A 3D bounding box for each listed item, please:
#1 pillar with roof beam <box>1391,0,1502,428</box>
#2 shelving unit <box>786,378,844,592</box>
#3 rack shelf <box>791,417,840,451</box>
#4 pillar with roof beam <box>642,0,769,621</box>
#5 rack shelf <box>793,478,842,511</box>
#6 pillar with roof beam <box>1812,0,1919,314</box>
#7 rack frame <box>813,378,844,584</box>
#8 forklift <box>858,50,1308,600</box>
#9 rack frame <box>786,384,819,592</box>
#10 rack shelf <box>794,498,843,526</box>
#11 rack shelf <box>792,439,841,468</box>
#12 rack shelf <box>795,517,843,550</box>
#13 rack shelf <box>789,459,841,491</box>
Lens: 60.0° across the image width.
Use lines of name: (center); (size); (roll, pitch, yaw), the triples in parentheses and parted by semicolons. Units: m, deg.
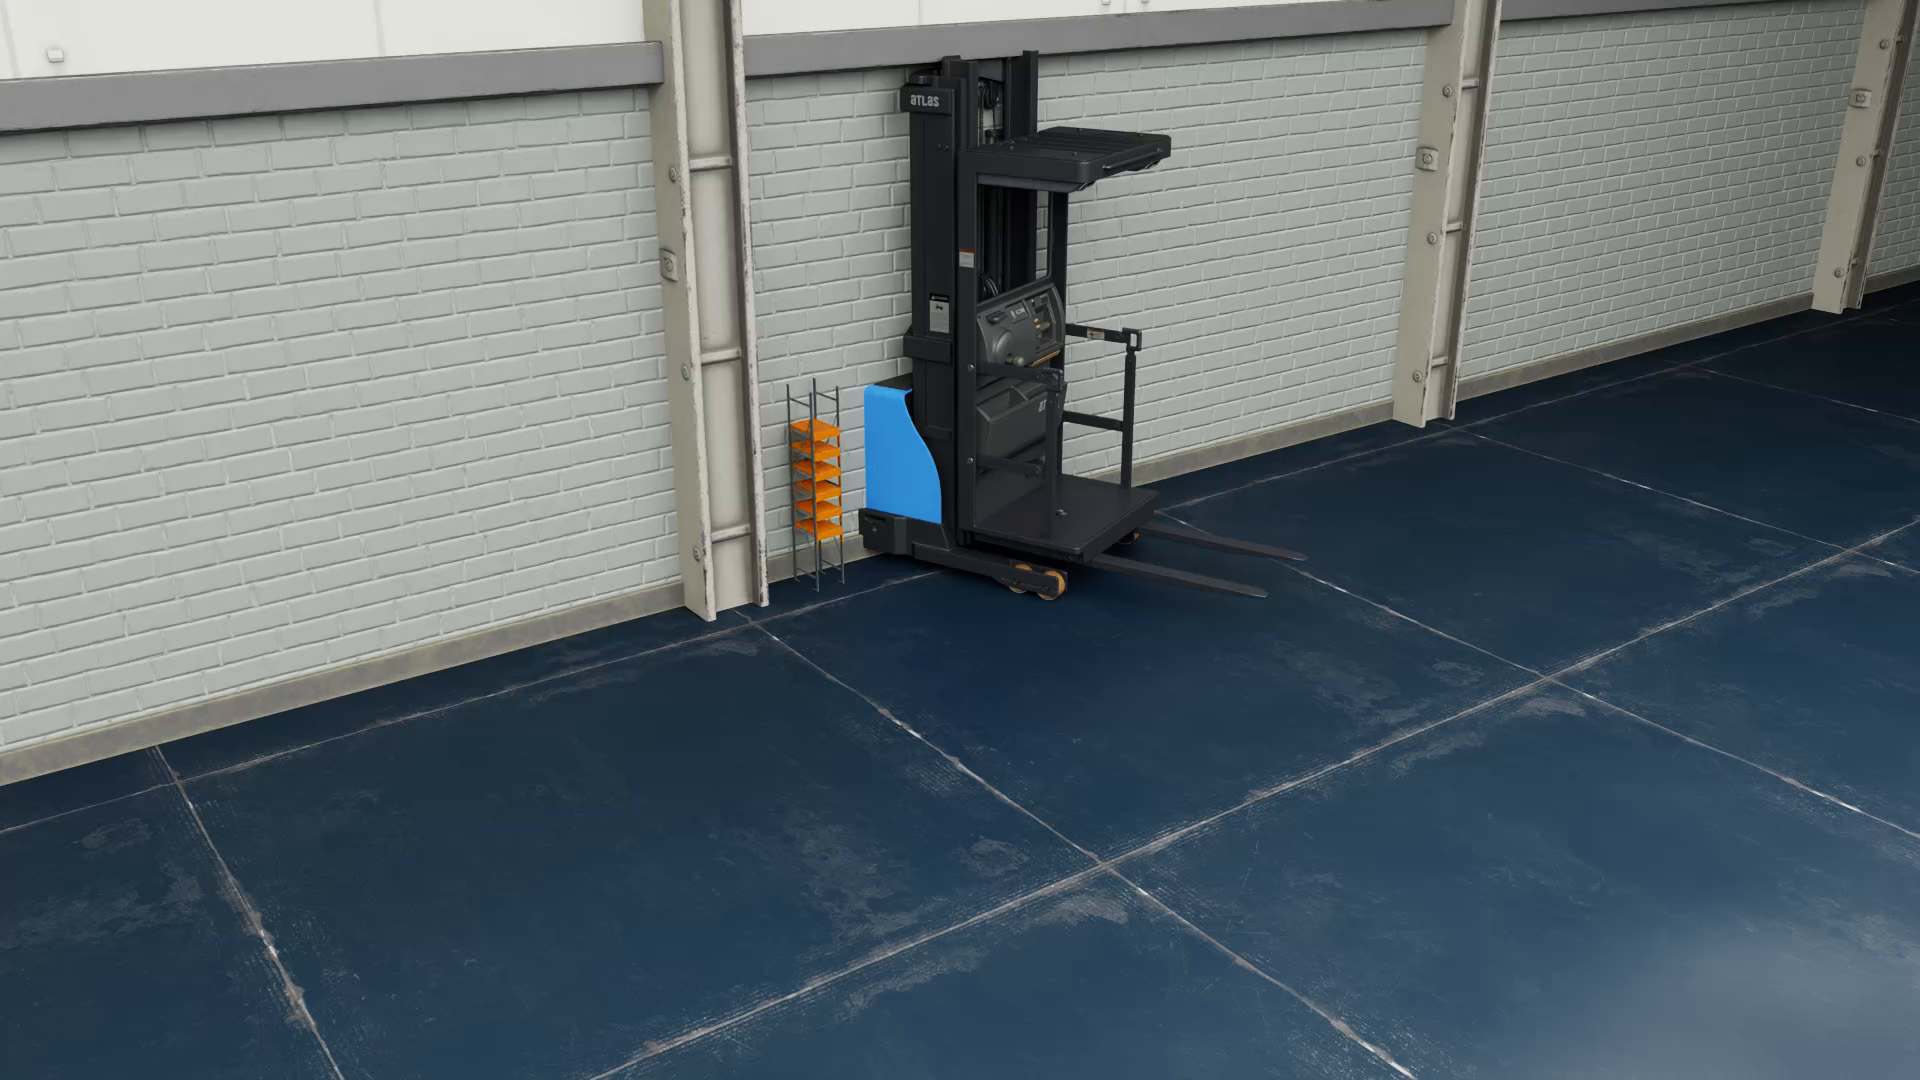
pillar with roof beam: (6.051, -3.818, 7.822); (0.400, 9.000, 9.100); (-15, 26, -33)
shelving unit: (-0.829, -0.312, 9.559); (0.189, 1.200, 0.258); (-18, 28, -37)
rack shelf: (-0.829, -0.605, 9.442); (0.180, 0.103, 0.258); (-18, 28, -37)
pillar with roof beam: (1.180, -2.519, 4.567); (0.400, 9.000, 9.100); (-15, 26, -33)
rack shelf: (-0.829, -0.271, 9.575); (0.180, 0.103, 0.258); (-18, 28, -37)
pillar with roof beam: (10.921, -5.116, 11.077); (0.400, 9.000, 9.100); (-15, 26, -33)
rack frame: (-0.759, -0.334, 9.614); (0.006, 1.200, 0.240); (-18, 28, -37)
forklift: (0.536, -1.241, 9.552); (3.031, 2.935, 1.130); (13, 25, 29)
rack frame: (-0.898, -0.290, 9.504); (0.006, 1.200, 0.240); (-18, 28, -37)
rack shelf: (-0.829, -0.159, 9.620); (0.180, 0.103, 0.258); (-18, 28, -37)
rack shelf: (-0.829, -0.493, 9.486); (0.180, 0.103, 0.258); (-18, 28, -37)
rack shelf: (-0.829, -0.048, 9.664); (0.180, 0.103, 0.258); (-18, 28, -37)
rack shelf: (-0.829, -0.382, 9.531); (0.180, 0.103, 0.258); (-18, 28, -37)
